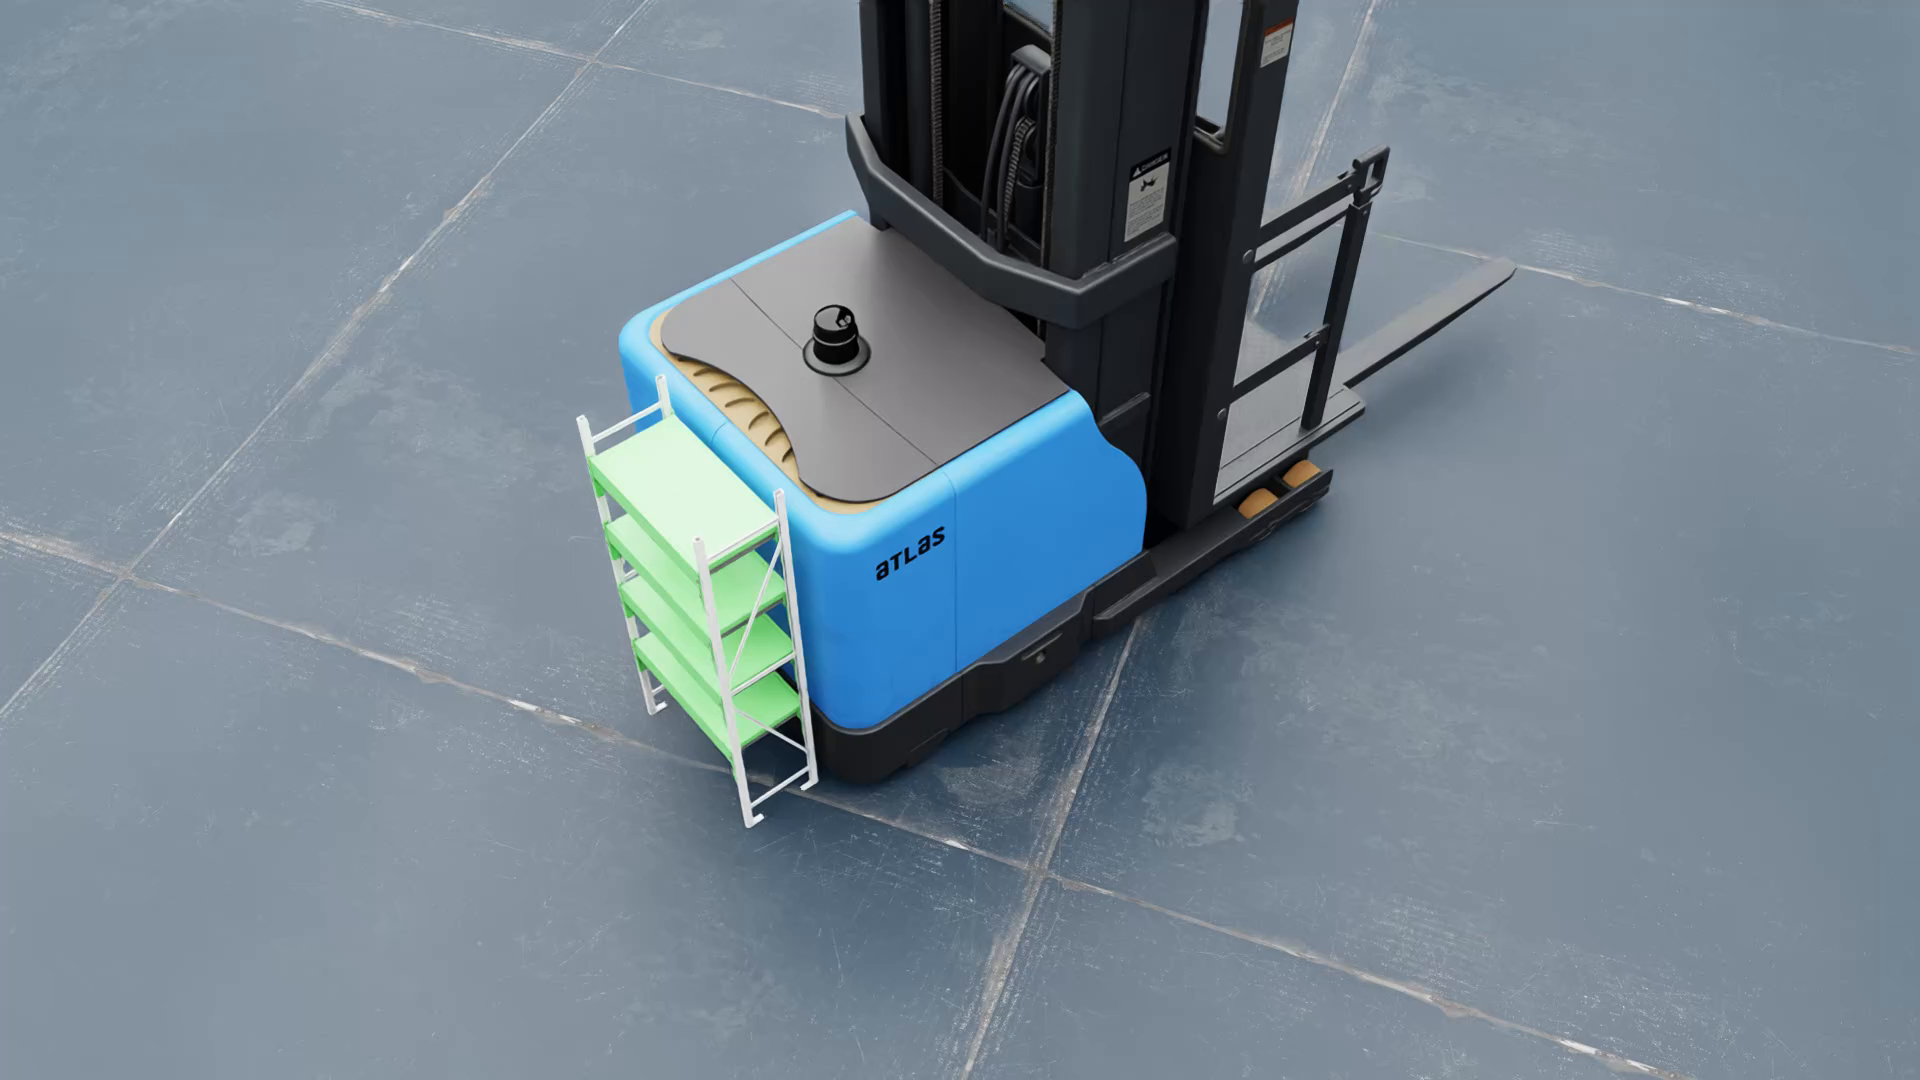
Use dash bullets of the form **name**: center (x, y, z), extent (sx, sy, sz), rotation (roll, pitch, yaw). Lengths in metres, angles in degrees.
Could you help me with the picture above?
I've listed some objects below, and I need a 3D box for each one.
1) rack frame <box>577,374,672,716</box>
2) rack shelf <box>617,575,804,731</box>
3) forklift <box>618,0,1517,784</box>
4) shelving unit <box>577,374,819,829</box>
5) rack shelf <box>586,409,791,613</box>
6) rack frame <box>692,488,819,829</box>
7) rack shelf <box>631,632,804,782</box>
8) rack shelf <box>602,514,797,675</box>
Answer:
- **rack frame**: center (-0.805, 0.054, 4.409), extent (0.240, 1.200, 0.015), rotation (-32, 56, -25)
- **rack shelf**: center (-0.649, 0.238, 4.335), extent (0.258, 0.148, 0.480), rotation (-32, 56, -25)
- **forklift**: center (0.555, -1.239, 4.384), extent (3.031, 2.935, 1.130), rotation (-32, 56, -24)
- **shelving unit**: center (-0.649, 0.196, 4.286), extent (0.258, 1.200, 0.503), rotation (-32, 56, -25)
- **rack shelf**: center (-0.649, -0.077, 3.972), extent (0.258, 0.148, 0.480), rotation (-32, 56, -25)
- **rack frame**: center (-0.494, 0.338, 4.163), extent (0.240, 1.200, 0.015), rotation (-32, 56, -25)
- **rack shelf**: center (-0.649, 0.395, 4.516), extent (0.258, 0.148, 0.480), rotation (-32, 56, -25)
- **rack shelf**: center (-0.649, 0.081, 4.153), extent (0.258, 0.148, 0.480), rotation (-32, 56, -25)
